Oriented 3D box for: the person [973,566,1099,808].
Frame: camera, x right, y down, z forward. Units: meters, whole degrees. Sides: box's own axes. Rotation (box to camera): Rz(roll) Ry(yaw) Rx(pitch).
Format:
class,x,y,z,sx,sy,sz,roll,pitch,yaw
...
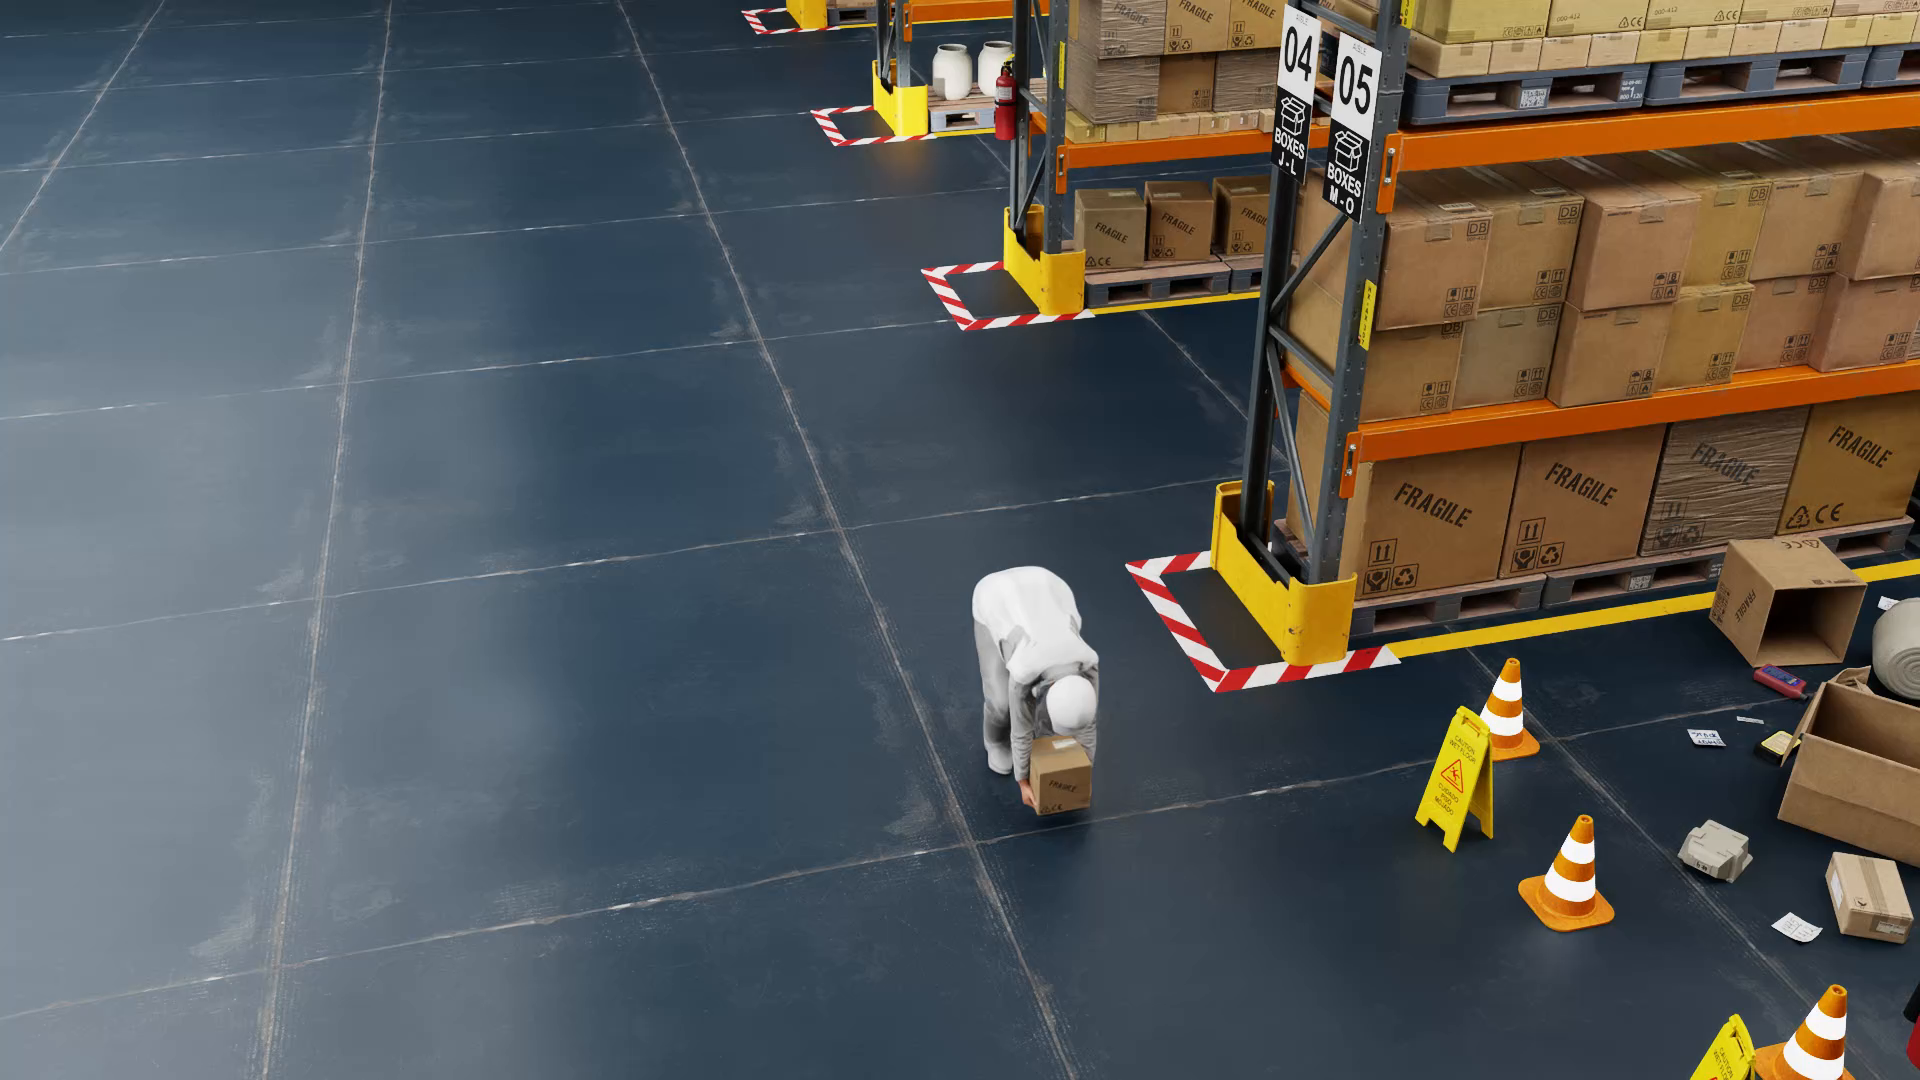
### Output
class,x,y,z,sx,sy,sz,roll,pitch,yaw
person,0.384,0.710,7.743,0.503,1.015,1.001,-9,31,-16
